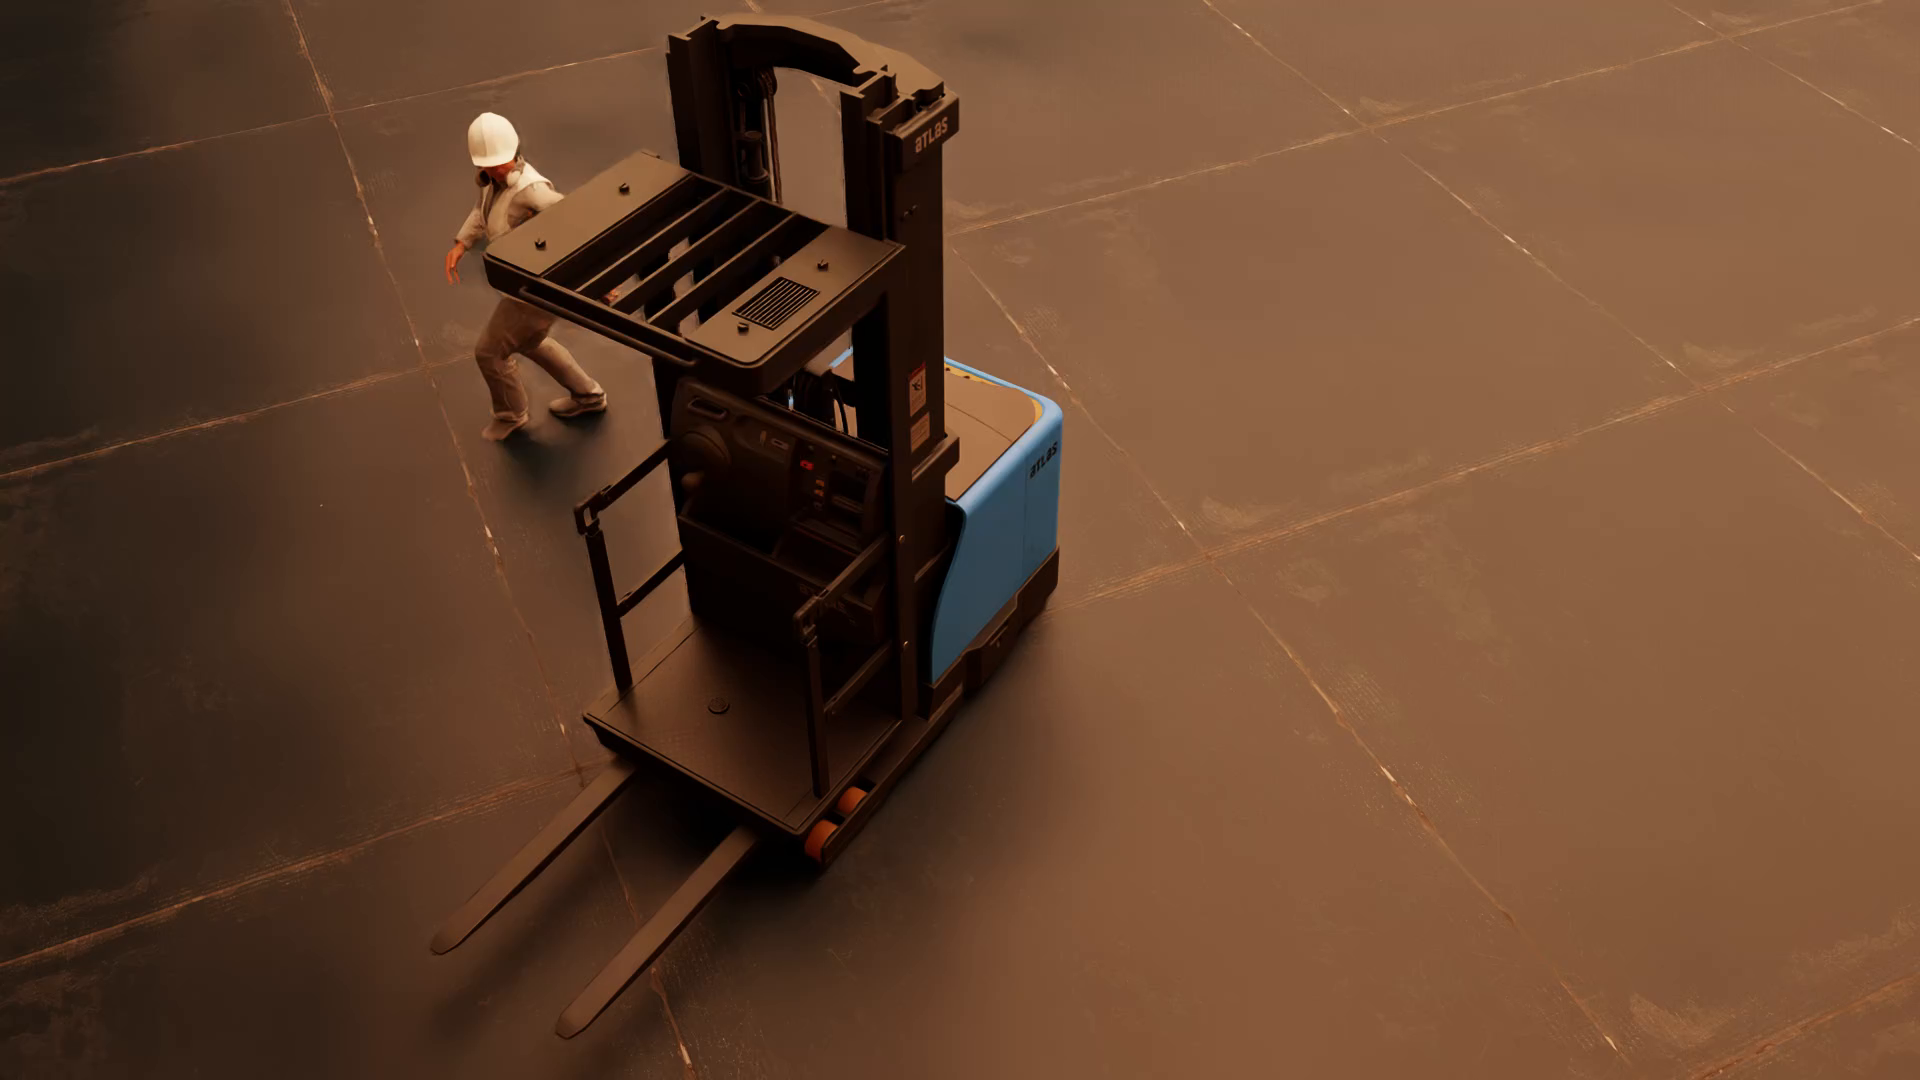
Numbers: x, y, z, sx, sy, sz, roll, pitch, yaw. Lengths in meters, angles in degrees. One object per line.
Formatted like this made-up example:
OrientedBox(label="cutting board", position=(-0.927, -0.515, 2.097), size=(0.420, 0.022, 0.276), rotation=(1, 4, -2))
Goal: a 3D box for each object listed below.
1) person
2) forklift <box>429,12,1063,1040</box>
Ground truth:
OrientedBox(label="person", position=(-2.051, -1.223, 7.933), size=(0.827, 1.771, 0.592), rotation=(-8, 44, -8))
OrientedBox(label="forklift", position=(-0.788, -0.190, 5.884), size=(1.130, 2.935, 3.031), rotation=(24, 48, 24))
